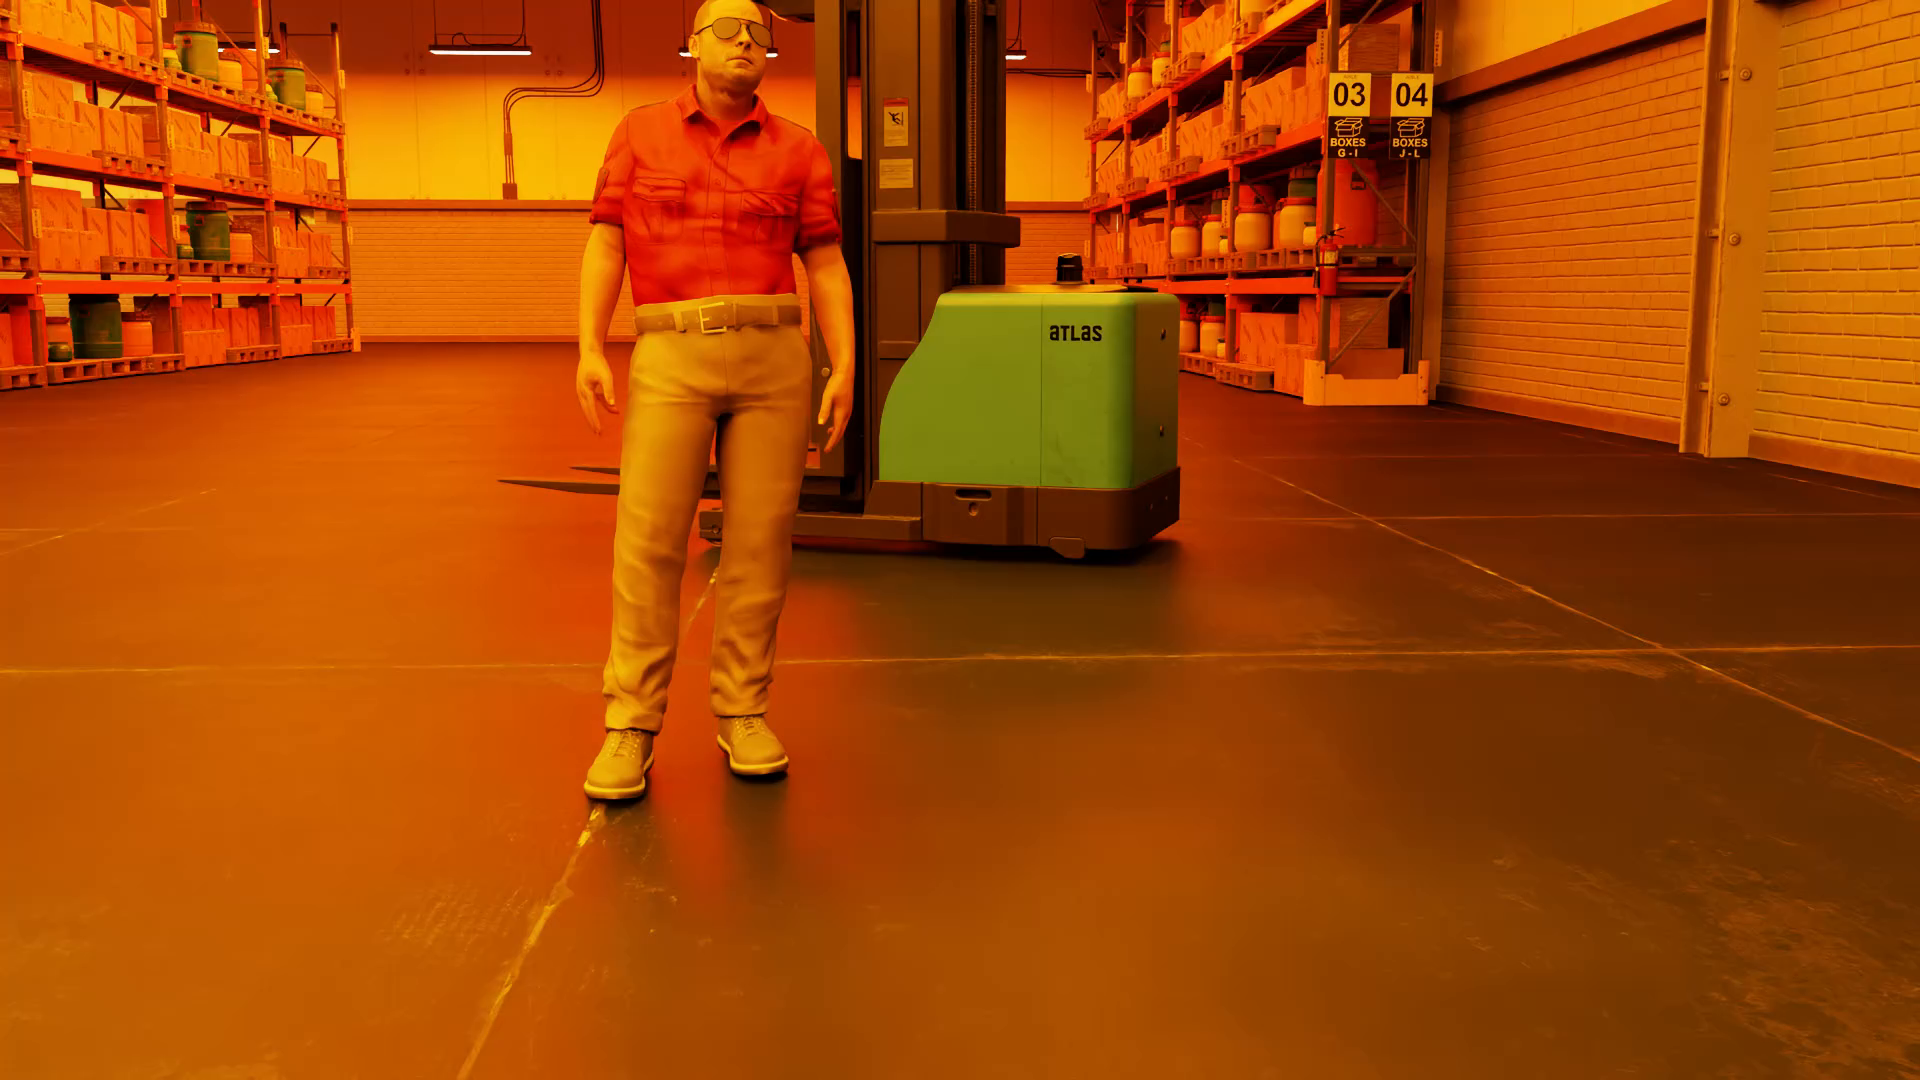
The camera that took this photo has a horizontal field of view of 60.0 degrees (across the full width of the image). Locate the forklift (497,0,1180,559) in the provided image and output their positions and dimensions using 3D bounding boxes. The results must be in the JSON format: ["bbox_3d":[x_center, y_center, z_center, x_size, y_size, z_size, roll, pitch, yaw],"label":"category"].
[{"bbox_3d":[-0.594,-1.480,7.297,3.031,2.935,1.130,3,9,19],"label":"forklift"}]

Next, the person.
[{"bbox_3d":[-0.533,-0.343,3.686,0.640,1.727,0.551,-2,9,-12],"label":"person"}]
